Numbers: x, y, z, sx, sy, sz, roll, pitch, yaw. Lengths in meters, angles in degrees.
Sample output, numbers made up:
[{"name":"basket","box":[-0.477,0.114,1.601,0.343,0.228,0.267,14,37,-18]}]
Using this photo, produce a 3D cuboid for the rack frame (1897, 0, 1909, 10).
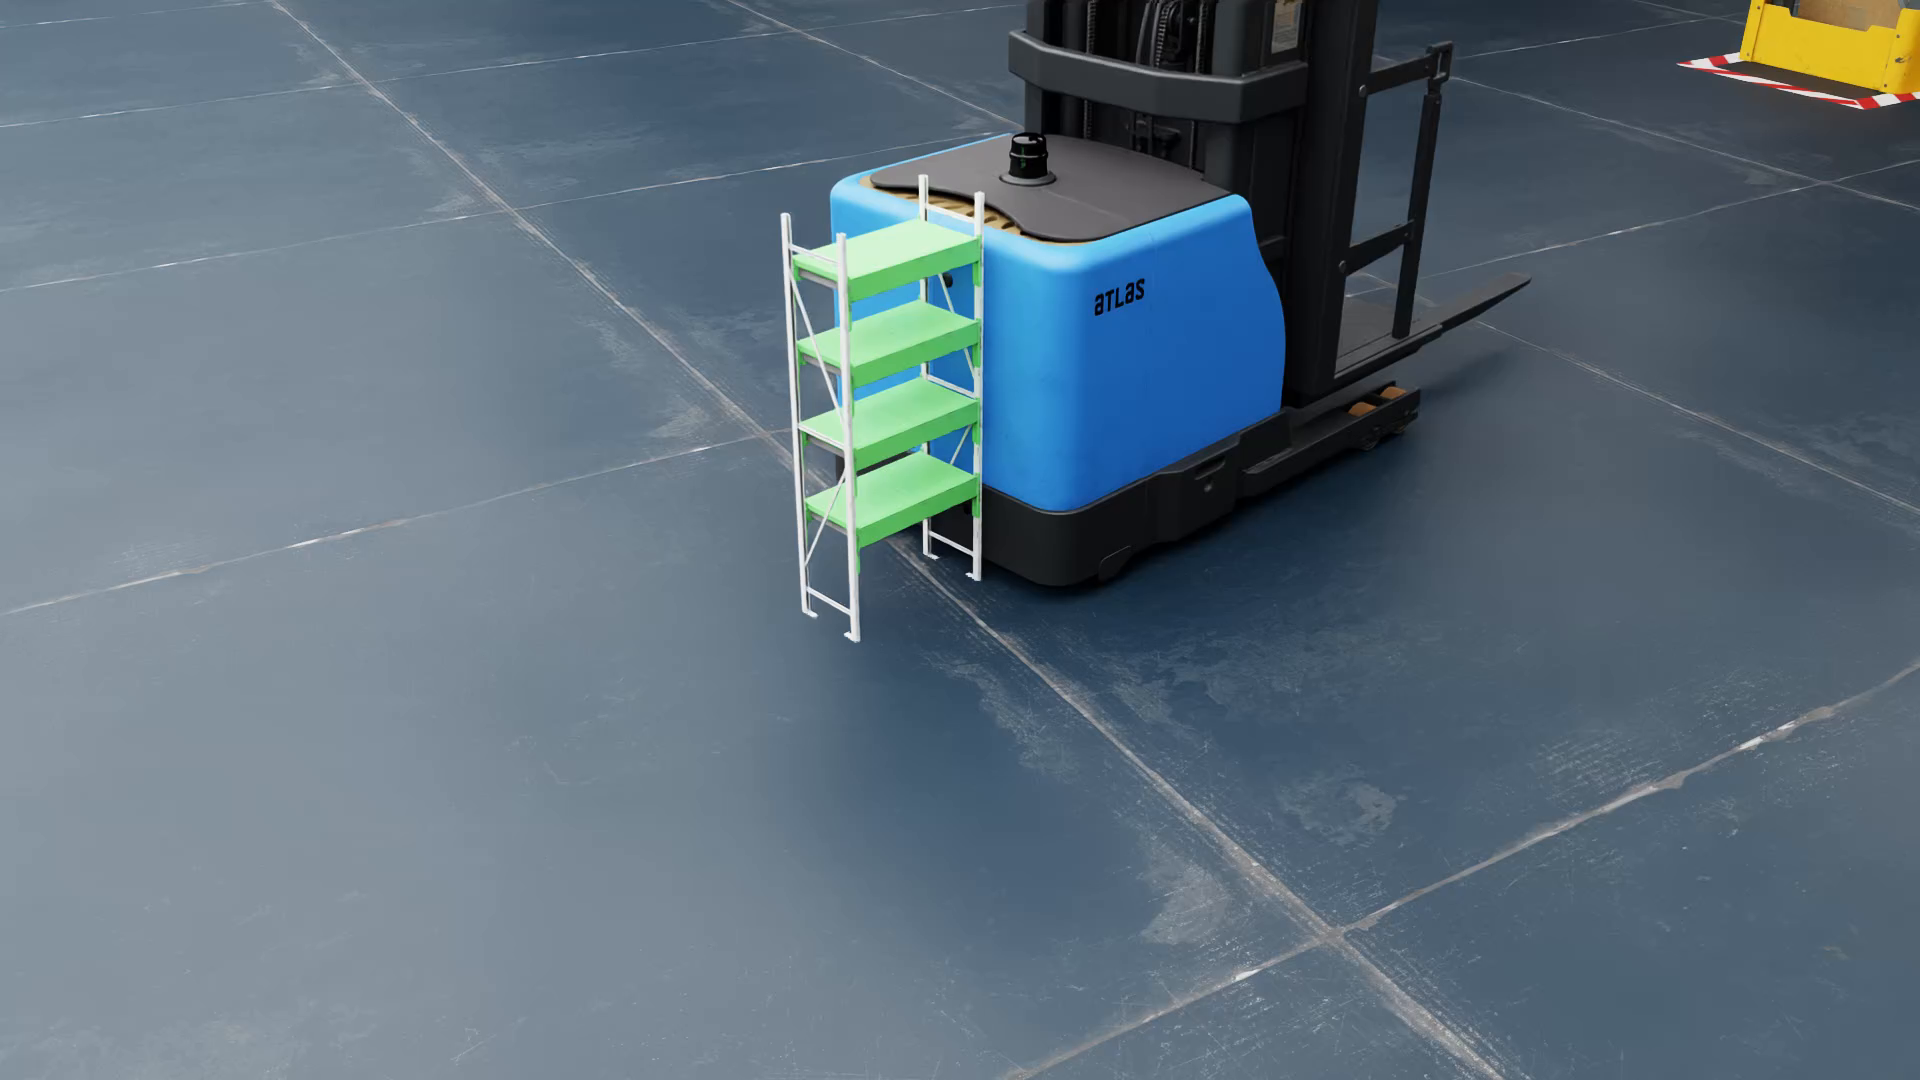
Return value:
[{"name":"rack frame","box":[5.615,-4.326,9.985,0.053,2.616,0.949,-16,33,-26]}]

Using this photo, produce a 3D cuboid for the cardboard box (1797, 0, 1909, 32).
[{"name":"cardboard box","box":[6.168,-3.772,10.745,0.875,0.875,0.875,-16,33,-26]}]

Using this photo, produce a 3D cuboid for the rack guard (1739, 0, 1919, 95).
[{"name":"rack guard","box":[5.596,-3.225,10.576,0.348,0.500,1.175,-16,33,-26]}]

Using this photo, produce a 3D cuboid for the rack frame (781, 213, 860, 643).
[{"name":"rack frame","box":[-0.373,-0.277,4.509,0.015,1.200,0.240,-25,38,-38]}]

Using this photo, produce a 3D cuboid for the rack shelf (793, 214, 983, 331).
[{"name":"rack shelf","box":[-0.199,-0.723,4.458,0.480,0.148,0.258,-25,38,-38]}]

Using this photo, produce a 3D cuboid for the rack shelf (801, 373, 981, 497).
[{"name":"rack shelf","box":[-0.199,-0.303,4.690,0.480,0.148,0.258,-25,38,-38]}]

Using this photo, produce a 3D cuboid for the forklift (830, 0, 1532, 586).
[{"name":"forklift","box":[0.998,-1.756,5.398,3.031,2.935,1.130,-25,38,-38]}]

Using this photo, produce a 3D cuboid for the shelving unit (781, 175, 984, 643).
[{"name":"shelving unit","box":[-0.199,-0.359,4.659,0.503,1.200,0.258,-25,38,-38]}]

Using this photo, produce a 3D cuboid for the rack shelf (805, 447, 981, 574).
[{"name":"rack shelf","box":[-0.199,-0.093,4.806,0.480,0.148,0.258,-25,38,-38]}]

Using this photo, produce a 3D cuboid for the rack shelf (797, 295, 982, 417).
[{"name":"rack shelf","box":[-0.199,-0.513,4.574,0.480,0.148,0.258,-25,38,-38]}]

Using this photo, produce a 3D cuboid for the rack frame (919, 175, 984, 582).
[{"name":"rack frame","box":[-0.024,-0.442,4.808,0.015,1.200,0.240,-25,38,-38]}]
